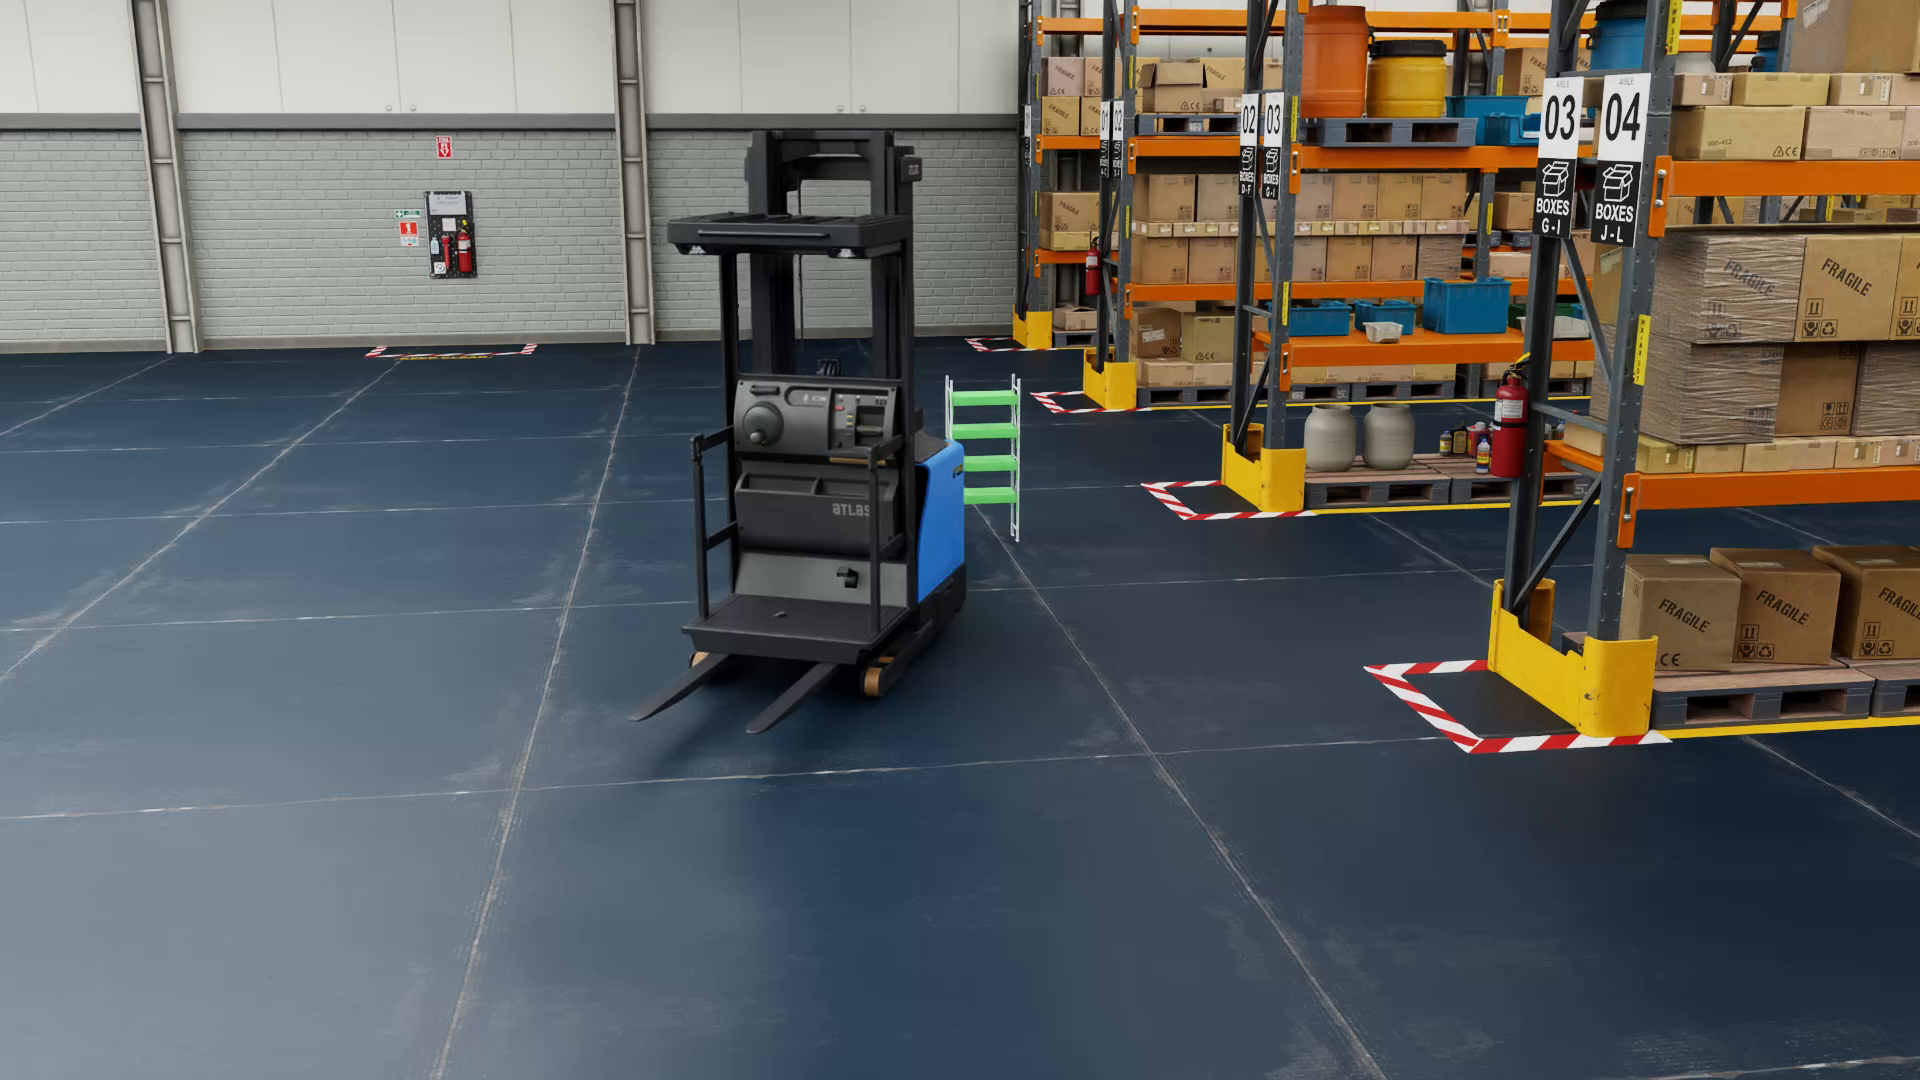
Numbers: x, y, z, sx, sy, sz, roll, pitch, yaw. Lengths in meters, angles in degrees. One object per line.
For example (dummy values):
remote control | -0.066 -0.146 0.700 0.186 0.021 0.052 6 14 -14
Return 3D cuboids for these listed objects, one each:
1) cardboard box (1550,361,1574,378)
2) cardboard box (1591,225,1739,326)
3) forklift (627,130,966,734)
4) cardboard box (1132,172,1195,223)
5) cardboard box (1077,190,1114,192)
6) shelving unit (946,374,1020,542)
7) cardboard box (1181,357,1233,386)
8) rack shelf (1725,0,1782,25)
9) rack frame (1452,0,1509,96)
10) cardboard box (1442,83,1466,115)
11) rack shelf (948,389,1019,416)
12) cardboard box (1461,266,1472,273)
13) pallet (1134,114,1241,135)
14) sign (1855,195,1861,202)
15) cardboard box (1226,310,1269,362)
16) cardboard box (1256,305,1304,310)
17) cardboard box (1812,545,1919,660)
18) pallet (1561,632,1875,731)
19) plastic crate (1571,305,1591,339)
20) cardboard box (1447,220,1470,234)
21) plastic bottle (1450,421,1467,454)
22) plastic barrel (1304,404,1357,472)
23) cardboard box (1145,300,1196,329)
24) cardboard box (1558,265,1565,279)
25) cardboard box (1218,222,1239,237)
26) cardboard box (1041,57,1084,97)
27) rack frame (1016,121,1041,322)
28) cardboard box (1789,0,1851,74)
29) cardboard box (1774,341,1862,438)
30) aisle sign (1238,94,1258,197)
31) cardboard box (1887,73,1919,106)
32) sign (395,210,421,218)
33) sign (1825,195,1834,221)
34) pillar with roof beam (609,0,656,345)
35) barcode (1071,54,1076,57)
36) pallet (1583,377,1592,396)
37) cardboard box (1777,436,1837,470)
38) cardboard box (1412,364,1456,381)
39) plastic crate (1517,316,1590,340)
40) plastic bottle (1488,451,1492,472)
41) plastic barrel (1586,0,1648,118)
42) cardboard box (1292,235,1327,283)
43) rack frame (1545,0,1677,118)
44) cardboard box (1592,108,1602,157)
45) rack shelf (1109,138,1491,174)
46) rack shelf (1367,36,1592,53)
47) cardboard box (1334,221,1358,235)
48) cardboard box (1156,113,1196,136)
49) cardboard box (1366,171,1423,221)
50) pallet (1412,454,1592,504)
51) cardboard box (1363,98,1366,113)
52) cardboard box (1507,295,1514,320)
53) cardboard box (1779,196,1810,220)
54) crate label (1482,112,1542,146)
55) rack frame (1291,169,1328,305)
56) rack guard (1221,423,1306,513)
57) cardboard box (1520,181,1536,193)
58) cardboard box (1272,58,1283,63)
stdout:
cardboard box | 6.565 -1.982 18.746 0.500 0.250 0.500 -2 14 -7
cardboard box | 3.647 -1.368 8.636 0.500 0.500 0.500 -2 14 -8
forklift | -0.851 -0.685 8.926 1.130 2.935 3.031 4 15 15
cardboard box | 2.184 -3.687 17.884 0.500 0.500 0.700 -2 14 -8
cardboard box | 1.860 -4.570 23.002 0.500 0.500 0.500 -2 14 -8
shelving unit | 0.164 -0.588 12.100 0.503 1.200 0.258 -2 14 -8
cardboard box | 2.726 -1.848 18.215 0.500 0.250 0.500 -2 14 -8
rack shelf | 8.336 -4.386 13.513 4.000 0.370 1.077 -2 14 -8
rack frame | 5.624 -6.048 17.840 0.127 3.000 1.000 -2 14 -8
cardboard box | 6.654 -6.082 23.073 0.500 0.500 0.500 -3 14 -10
rack shelf | 0.164 -0.992 11.999 0.480 0.148 0.258 -2 14 -8
cardboard box | 7.052 -3.775 23.802 0.500 0.250 0.500 -2 14 -9
pallet | 2.371 -4.425 17.715 1.213 0.211 1.003 -2 14 -8
sign | 12.883 -5.013 23.826 0.005 0.325 0.100 -2 14 -8
cardboard box | 3.218 -2.233 18.207 0.500 0.500 0.500 -2 14 -8
cardboard box | 3.636 -2.376 18.776 0.500 0.500 0.500 -2 14 -8
cardboard box | 4.968 0.332 9.008 0.500 0.500 0.500 -1 14 -3
pallet | 4.024 0.718 8.923 1.213 0.211 1.003 -2 14 -8
plastic crate | 5.304 -1.769 13.416 0.616 0.251 0.499 -2 14 -8
cardboard box | 5.387 -3.440 18.234 0.250 0.149 0.380 -2 14 -8
plastic bottle | 4.266 -0.878 14.237 0.133 0.283 0.061 -2 14 -7
plastic barrel | 3.042 -0.841 13.660 0.421 0.512 0.421 0 14 0
cardboard box | 2.921 -3.224 23.147 0.500 0.500 0.700 -3 14 -12
cardboard box | 6.530 -2.999 18.532 0.250 0.149 0.380 -2 14 -8
cardboard box | 2.846 -3.347 17.860 0.250 0.149 0.380 -2 14 -9
cardboard box | 1.344 -6.139 22.064 0.500 0.500 0.500 -3 14 -12
rack frame | 0.927 -4.185 22.742 0.127 3.000 1.000 -2 14 -8
cardboard box | 4.635 -2.618 8.482 0.500 0.500 0.500 -2 14 -8
cardboard box | 4.165 -0.864 8.682 0.500 0.500 0.875 -2 14 -8
aisle sign | 2.287 -3.132 13.198 0.004 0.787 0.394 -2 14 -8
cardboard box | 4.470 -2.166 8.014 0.250 0.149 0.380 -2 14 -8
sign | -7.449 -4.398 22.428 0.331 0.109 0.001 -2 14 -8
sign | 9.665 -3.712 18.475 0.005 0.325 0.100 -2 14 -8
pillar with roof beam | -3.802 -6.075 17.947 0.400 9.000 9.100 -2 14 -8
barcode | 1.554 -6.610 22.753 0.075 0.075 0.001 -2 14 -8
pallet | 7.555 -1.867 19.232 1.213 0.211 1.003 -2 14 -8
cardboard box | 4.201 -0.466 8.428 0.250 0.149 0.380 -2 14 -8
cardboard box | 5.198 -1.939 18.576 0.500 0.250 0.500 -2 14 -8
plastic crate | 4.790 -1.699 13.373 0.437 0.136 0.530 -2 14 -8
plastic bottle | 4.344 -0.652 13.505 0.097 0.201 0.097 0 14 0
plastic barrel | 5.358 -3.838 13.300 0.708 0.901 0.600 -2 14 -8
cardboard box | 3.662 -3.113 18.261 0.500 0.500 0.700 -2 14 -7
rack frame | 3.140 -3.520 7.760 0.127 3.000 1.000 -2 14 -8
cardboard box | 3.579 -2.071 8.456 0.500 0.250 0.500 -2 14 -7
rack shelf | 3.646 -4.172 18.003 4.000 0.370 1.077 -2 14 -8
rack shelf | 6.860 -6.769 23.016 4.000 0.370 1.077 -2 14 -8
cardboard box | 4.131 -3.394 18.052 0.250 0.149 0.380 -2 14 -7
cardboard box | 2.870 -5.705 22.391 0.500 0.500 0.500 -1 14 -5
cardboard box | 4.686 -3.780 18.255 0.500 0.500 0.700 -2 14 -8
pallet | 4.479 -0.535 13.921 1.213 0.211 1.003 -2 14 -8
cardboard box | 4.472 -4.634 17.731 0.250 0.149 0.380 -2 14 -8
cardboard box | 7.606 -3.446 24.032 0.500 0.500 0.700 -2 14 -8
cardboard box | 11.871 -4.724 24.034 0.500 0.500 0.500 -2 14 -8
crate label | 4.303 -3.173 12.847 0.408 0.251 0.502 -2 14 -8
rack frame | 4.882 -4.330 23.320 0.127 3.000 1.000 -2 14 -8
rack guard | 2.471 -0.603 13.600 0.348 0.500 1.175 -2 14 -8
cardboard box | 8.185 -5.016 23.614 0.250 0.149 0.380 -5 15 -18
cardboard box | 4.427 -6.245 22.487 0.500 0.500 0.500 -3 14 -13
